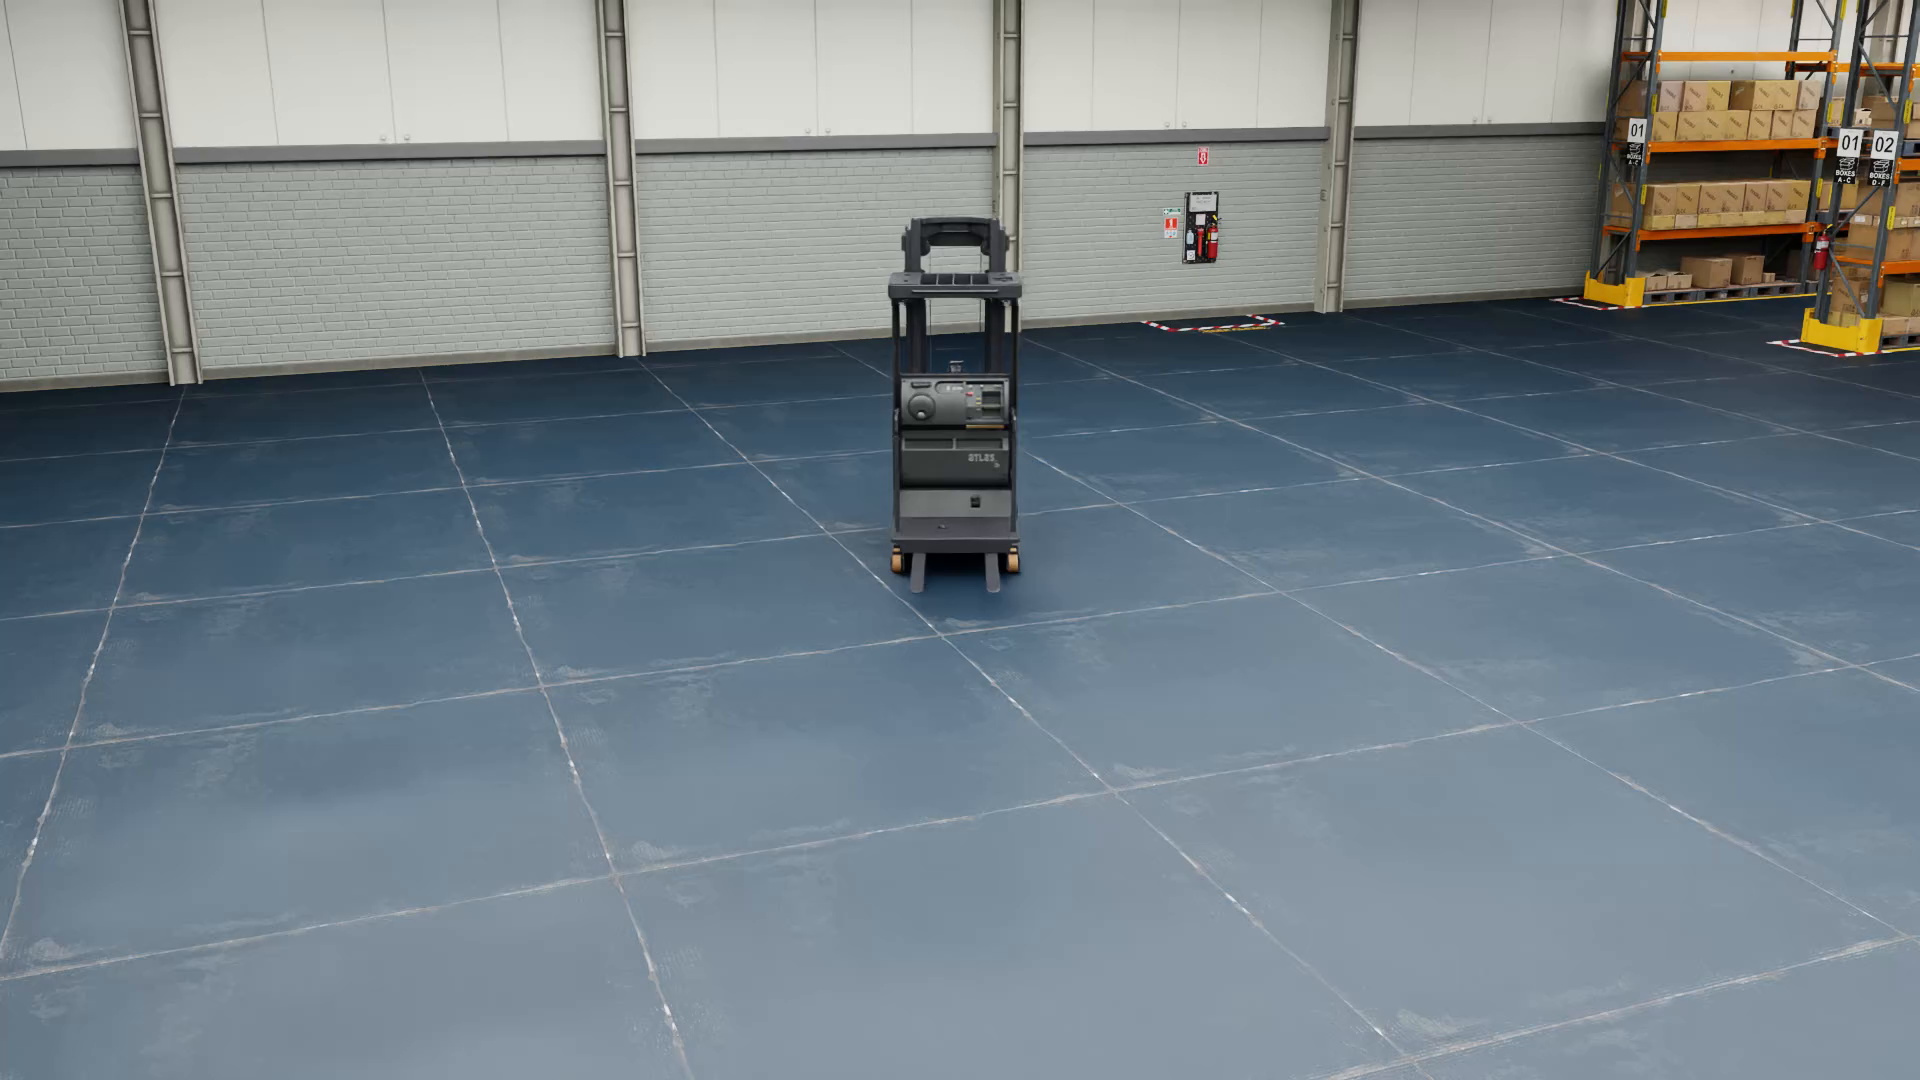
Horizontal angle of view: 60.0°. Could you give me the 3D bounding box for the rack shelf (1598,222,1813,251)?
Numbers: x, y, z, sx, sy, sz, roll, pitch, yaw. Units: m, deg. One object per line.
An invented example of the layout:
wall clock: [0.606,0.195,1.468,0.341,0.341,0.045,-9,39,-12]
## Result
rack shelf: [13.471,-5.548,30.095,4.000,0.370,1.077,-6,17,-20]

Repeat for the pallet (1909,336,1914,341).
pallet: [15.216,-3.261,25.978,1.213,0.211,1.003,-6,17,-20]

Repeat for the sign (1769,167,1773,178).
sign: [15.136,-6.796,31.013,0.005,0.325,0.100,-6,17,-20]

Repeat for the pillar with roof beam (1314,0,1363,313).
pillar with roof beam: [7.885,-7.130,23.560,0.400,9.000,9.100,-6,17,-20]

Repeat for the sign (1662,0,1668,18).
sign: [11.797,-8.913,27.833,0.005,0.325,0.100,-6,17,-20]

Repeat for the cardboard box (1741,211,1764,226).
cardboard box: [14.072,-5.802,29.915,0.500,0.250,0.500,-6,17,-20]

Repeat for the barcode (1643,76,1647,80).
barcode: [12.087,-8.149,29.337,0.075,0.075,0.001,-6,17,-20]

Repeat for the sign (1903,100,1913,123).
sign: [13.572,-6.138,23.814,0.005,0.325,0.100,-6,17,-20]

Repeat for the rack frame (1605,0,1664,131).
rack frame: [11.603,-8.570,28.462,0.127,3.000,1.000,-6,17,-20]

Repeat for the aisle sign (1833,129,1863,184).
aisle sign: [13.213,-5.706,24.745,0.004,0.787,0.394,-6,17,-20]

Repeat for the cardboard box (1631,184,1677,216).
cardboard box: [12.156,-5.958,29.115,0.500,0.500,0.500,-6,17,-20]

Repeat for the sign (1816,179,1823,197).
sign: [15.540,-6.368,30.075,0.005,0.325,0.100,-6,17,-20]

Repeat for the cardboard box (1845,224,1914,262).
cardboard box: [13.820,-4.480,25.005,0.500,0.500,0.700,-6,17,-20]

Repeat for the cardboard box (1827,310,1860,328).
cardboard box: [13.774,-3.402,25.647,0.500,0.250,0.500,-6,17,-20]

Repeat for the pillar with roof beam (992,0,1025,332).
pillar with roof beam: [2.282,-6.525,21.500,0.400,9.000,9.100,-6,17,-20]

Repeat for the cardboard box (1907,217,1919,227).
cardboard box: [14.068,-4.758,24.800,0.250,0.149,0.380,-7,18,-22]

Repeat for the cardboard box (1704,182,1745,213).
cardboard box: [13.584,-6.111,29.635,0.500,0.500,0.500,-6,17,-18]

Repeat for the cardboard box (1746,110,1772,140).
cardboard box: [13.974,-7.362,29.460,0.500,0.500,0.500,-7,18,-22]

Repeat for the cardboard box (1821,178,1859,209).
cardboard box: [16.350,-6.450,30.934,0.500,0.500,0.700,-4,17,-14]

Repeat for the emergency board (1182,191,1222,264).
emergency board: [4.023,-5.145,27.448,0.643,1.169,0.194,-6,17,-20]

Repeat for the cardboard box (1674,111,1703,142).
cardboard box: [12.519,-7.201,28.911,0.500,0.500,0.500,-5,17,-16]

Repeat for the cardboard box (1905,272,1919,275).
cardboard box: [15.169,-3.918,26.071,0.500,0.500,0.500,-6,17,-20]

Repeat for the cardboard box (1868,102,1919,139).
cardboard box: [13.917,-6.203,24.548,0.637,0.503,0.797,-5,17,-16]

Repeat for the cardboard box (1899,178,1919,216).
cardboard box: [14.358,-5.162,25.026,0.500,0.500,0.700,-7,18,-22]

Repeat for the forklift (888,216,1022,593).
forklift: [-0.040,-1.206,14.156,1.130,2.935,3.031,0,16,0]

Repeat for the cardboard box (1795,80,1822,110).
cardboard box: [14.967,-7.949,29.685,0.500,0.500,0.500,-8,18,-25]

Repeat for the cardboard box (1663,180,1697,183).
cardboard box: [12.922,-6.194,29.918,0.500,0.500,0.500,-7,18,-22]

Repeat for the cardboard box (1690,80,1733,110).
cardboard box: [13.358,-7.931,29.622,0.500,0.500,0.500,-6,17,-20]

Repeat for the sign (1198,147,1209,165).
sign: [3.980,-6.283,27.208,0.199,0.298,0.001,-6,17,-20]

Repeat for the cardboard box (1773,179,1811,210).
cardboard box: [15.007,-6.263,30.154,0.500,0.500,0.500,-6,17,-20]

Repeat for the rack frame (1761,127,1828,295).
rack frame: [15.338,-6.095,30.681,0.127,3.000,1.000,-6,17,-20]

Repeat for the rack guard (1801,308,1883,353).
rack guard: [13.357,-3.187,25.214,0.348,0.500,1.175,-6,17,-20]

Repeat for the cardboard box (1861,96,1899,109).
cardboard box: [17.029,-7.942,30.724,0.500,0.500,0.500,-7,18,-22]

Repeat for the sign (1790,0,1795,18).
sign: [15.134,-9.643,30.177,0.005,0.325,0.100,-6,17,-20]

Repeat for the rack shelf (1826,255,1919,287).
rack shelf: [15.247,-4.245,25.658,4.000,0.370,1.077,-6,17,-20]

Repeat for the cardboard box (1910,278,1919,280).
cardboard box: [14.888,-3.731,25.434,0.500,0.500,0.500,-6,17,-20]

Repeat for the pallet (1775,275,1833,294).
pallet: [16.065,-4.836,31.342,1.213,0.211,1.003,-6,17,-20]

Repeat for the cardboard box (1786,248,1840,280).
cardboard box: [16.020,-5.185,31.238,0.500,0.500,0.700,-6,17,-18]

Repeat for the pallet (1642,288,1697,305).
pallet: [12.445,-4.434,29.973,1.213,0.211,1.003,-6,17,-20]

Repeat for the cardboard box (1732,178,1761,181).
cardboard box: [14.340,-6.348,30.445,0.500,0.500,0.500,-6,17,-20]

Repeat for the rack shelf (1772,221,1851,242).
rack shelf: [17.206,-5.951,31.469,4.000,0.370,1.077,-6,17,-20]

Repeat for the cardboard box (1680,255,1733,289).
cardboard box: [13.517,-4.867,30.157,0.500,0.500,0.700,-7,18,-24]

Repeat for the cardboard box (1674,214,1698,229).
cardboard box: [12.652,-5.651,29.400,0.500,0.250,0.500,-7,18,-22]

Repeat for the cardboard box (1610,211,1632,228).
cardboard box: [11.970,-5.727,29.660,0.500,0.250,0.500,-6,17,-19]

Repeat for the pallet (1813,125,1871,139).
pallet: [15.953,-7.478,30.401,1.003,0.211,1.213,-6,17,-20]

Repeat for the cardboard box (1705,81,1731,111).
cardboard box: [13.011,-7.735,28.954,0.500,0.500,0.500,-6,17,-19]

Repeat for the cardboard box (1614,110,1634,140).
cardboard box: [11.902,-7.297,29.238,0.500,0.500,0.500,-5,17,-16]
